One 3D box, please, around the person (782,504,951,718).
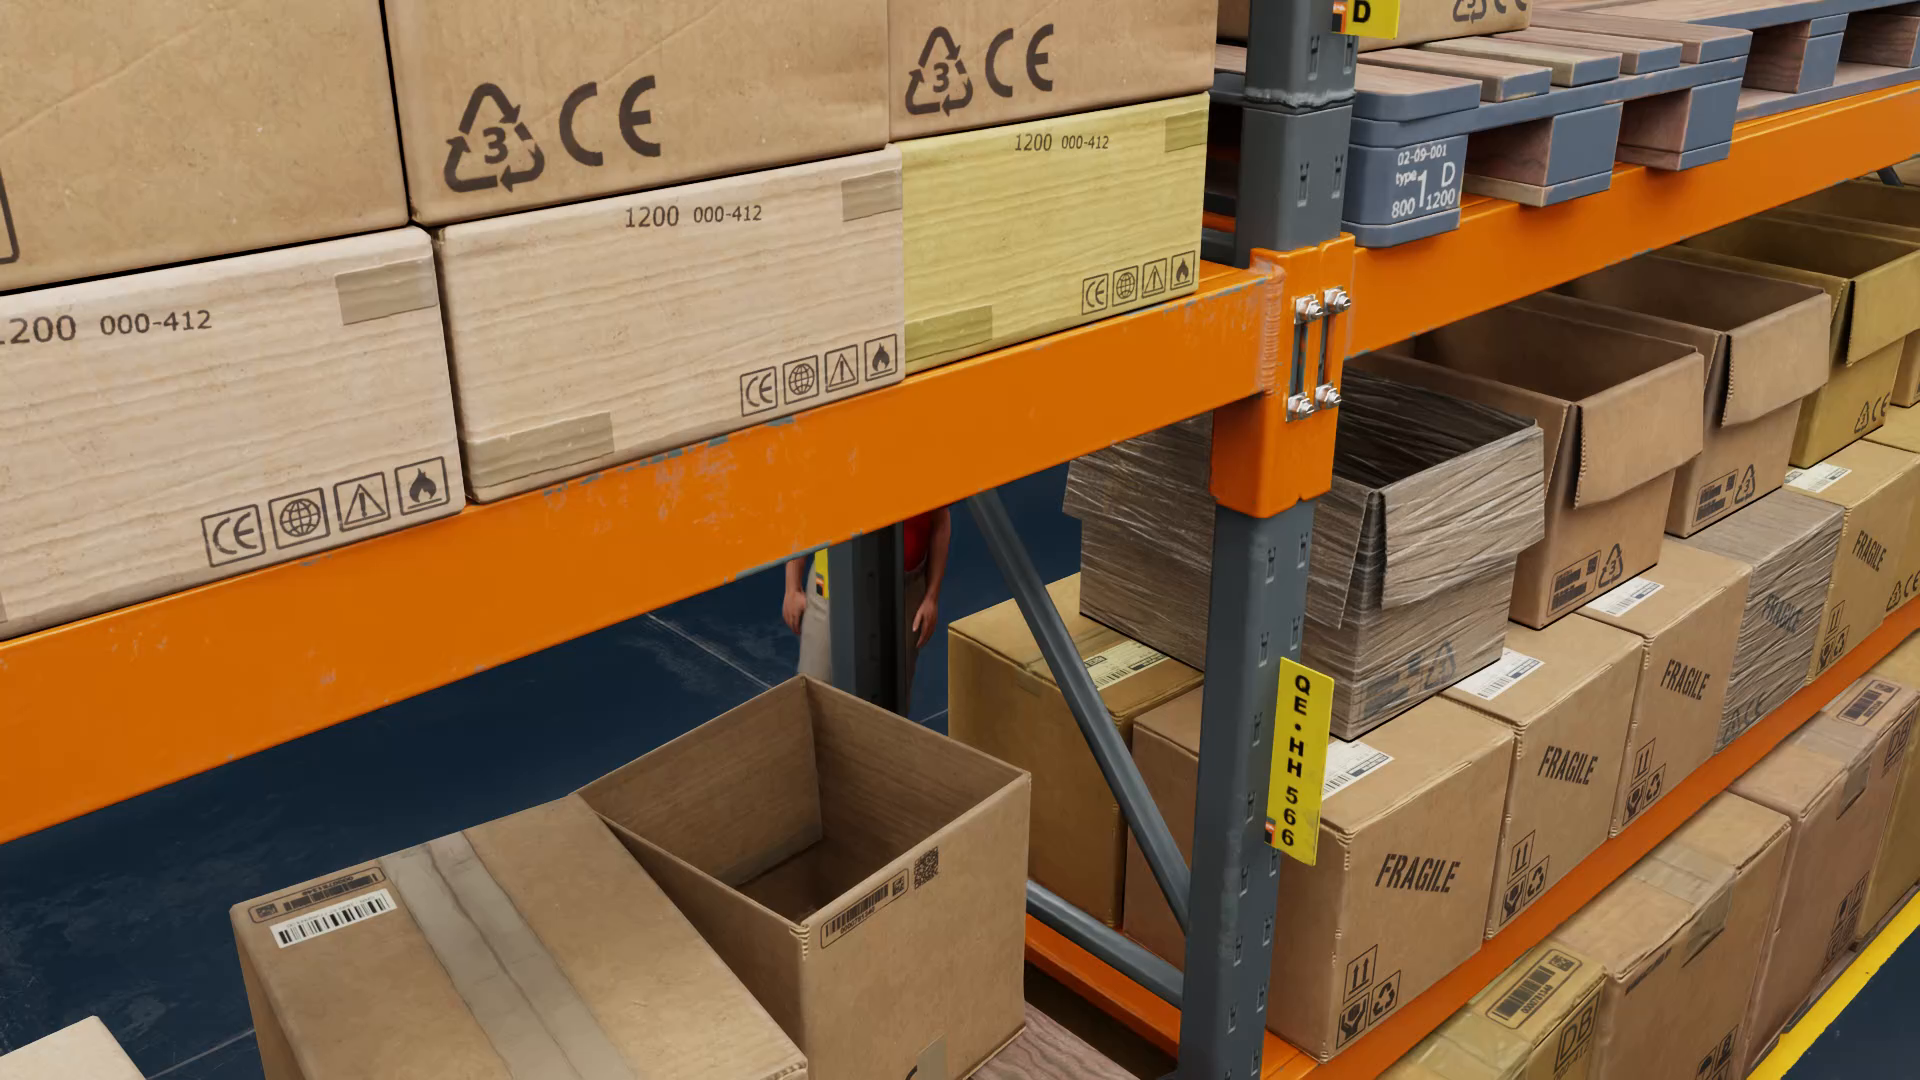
[{"bbox_3d":[-0.359,0.227,5.621,0.731,1.759,0.396,-6,25,-14],"label":"person"}]
